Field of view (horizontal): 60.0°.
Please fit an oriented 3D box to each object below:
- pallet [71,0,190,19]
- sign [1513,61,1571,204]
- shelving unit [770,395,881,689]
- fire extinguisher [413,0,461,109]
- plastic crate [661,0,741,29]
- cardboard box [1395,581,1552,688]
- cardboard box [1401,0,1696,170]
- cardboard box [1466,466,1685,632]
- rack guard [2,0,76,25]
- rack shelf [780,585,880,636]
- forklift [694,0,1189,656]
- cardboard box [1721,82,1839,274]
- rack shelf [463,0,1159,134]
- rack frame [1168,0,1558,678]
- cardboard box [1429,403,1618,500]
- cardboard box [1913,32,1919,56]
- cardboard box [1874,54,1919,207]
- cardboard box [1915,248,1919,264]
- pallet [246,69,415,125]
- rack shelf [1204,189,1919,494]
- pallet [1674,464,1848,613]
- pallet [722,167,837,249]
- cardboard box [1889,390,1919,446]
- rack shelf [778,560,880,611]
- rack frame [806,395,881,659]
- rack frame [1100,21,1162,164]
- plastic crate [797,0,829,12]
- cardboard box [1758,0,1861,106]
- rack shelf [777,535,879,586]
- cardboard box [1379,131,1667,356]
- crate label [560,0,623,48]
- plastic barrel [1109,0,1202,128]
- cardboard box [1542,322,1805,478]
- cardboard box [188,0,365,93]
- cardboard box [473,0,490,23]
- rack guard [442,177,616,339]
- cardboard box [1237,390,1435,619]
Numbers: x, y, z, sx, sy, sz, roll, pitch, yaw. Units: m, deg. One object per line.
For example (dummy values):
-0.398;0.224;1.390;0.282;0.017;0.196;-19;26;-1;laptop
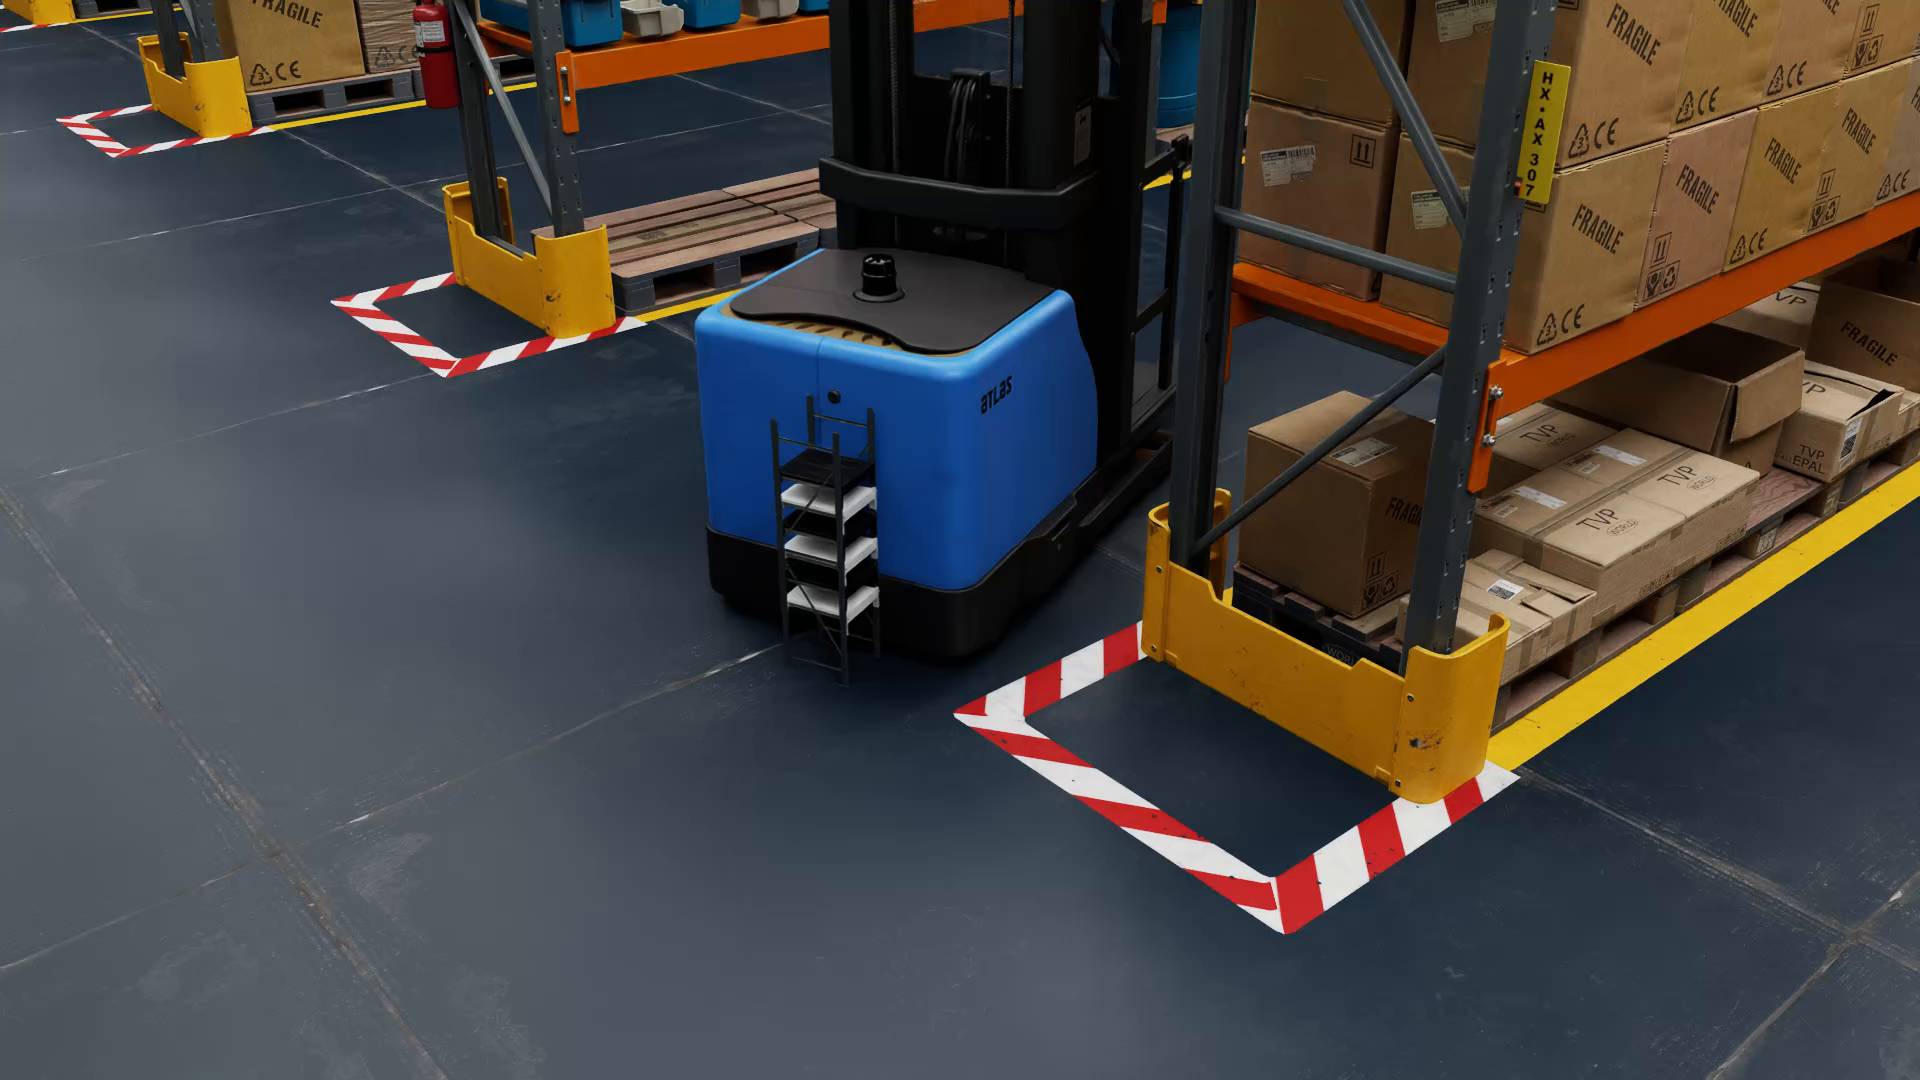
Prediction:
-7.839;-5.175;15.710;1.213;0.211;1.003;-22;35;-35;pallet
1.383;-0.971;3.965;0.005;0.325;0.100;-22;35;-35;sign
-0.419;0.012;5.272;0.258;0.900;0.210;14;31;24;shelving unit
-2.591;-2.479;8.184;0.183;0.674;0.296;-22;35;-35;fire extinguisher
-1.279;-2.672;8.181;0.300;0.233;0.416;-22;35;-35;plastic crate
1.573;0.275;5.111;0.250;0.149;0.380;-22;35;-35;cardboard box
1.540;-1.310;4.351;0.500;0.500;0.500;-21;34;-33;cardboard box
2.009;0.018;5.485;0.500;0.250;0.500;-22;35;-35;cardboard box
-8.480;-5.067;15.200;0.348;0.500;1.175;-22;35;-35;rack guard
-0.419;0.201;5.372;0.258;0.077;0.200;14;31;24;rack shelf
0.255;-1.581;6.098;1.130;2.935;3.031;14;31;24;forklift
2.313;-1.181;5.171;0.500;0.500;0.500;-22;35;-35;cardboard box
-0.659;-2.855;9.173;4.000;0.370;1.077;-22;35;-35;rack shelf
1.031;-0.783;4.533;0.127;3.000;1.000;-22;35;-35;rack frame
2.027;-0.299;6.078;0.500;0.250;0.500;-22;35;-35;cardboard box
3.086;-1.933;5.517;0.500;0.500;0.500;-22;35;-35;cardboard box
3.080;-1.490;5.750;0.500;0.500;0.500;-21;35;-34;cardboard box
4.600;-1.159;7.422;0.500;0.500;0.500;-24;36;-37;cardboard box
-4.838;-3.379;12.350;1.213;0.211;1.003;-22;35;-35;pallet
2.553;-1.078;5.848;4.000;0.370;1.077;-22;35;-35;rack shelf
2.622;-0.192;6.386;1.213;0.211;1.003;-22;35;-35;pallet
-0.601;-1.940;9.657;1.213;0.211;1.003;-22;35;-35;pallet
3.578;-0.531;6.620;0.250;0.149;0.380;-22;35;-35;cardboard box
-0.419;0.121;5.330;0.258;0.077;0.200;14;31;24;rack shelf
-0.372;-0.030;5.351;0.240;0.900;0.006;14;31;24;rack frame
0.862;-3.784;10.149;0.127;3.000;1.000;-22;35;-35;rack frame
-0.778;-2.873;8.558;0.300;0.233;0.416;-22;35;-35;plastic crate
2.316;-1.624;4.939;0.500;0.500;0.500;-21;35;-34;cardboard box
-0.419;0.042;5.288;0.258;0.077;0.200;14;31;24;rack shelf
1.540;-0.869;4.587;0.500;0.500;0.500;-21;35;-34;cardboard box
-1.779;-2.471;7.805;0.303;0.233;0.416;-22;35;-35;crate label
1.287;-3.204;10.844;0.708;0.901;0.600;-22;35;-35;plastic barrel
2.648;-0.523;6.229;0.637;0.503;0.797;-22;35;-35;cardboard box
-4.961;-3.809;12.004;0.875;0.875;0.875;-22;35;-35;cardboard box
-3.591;-4.360;13.034;0.875;0.875;0.875;-22;35;-35;cardboard box
-2.191;-1.446;8.426;0.348;0.500;1.175;-22;35;-35;rack guard
1.285;-0.130;5.495;0.500;0.500;0.500;-22;35;-35;cardboard box
